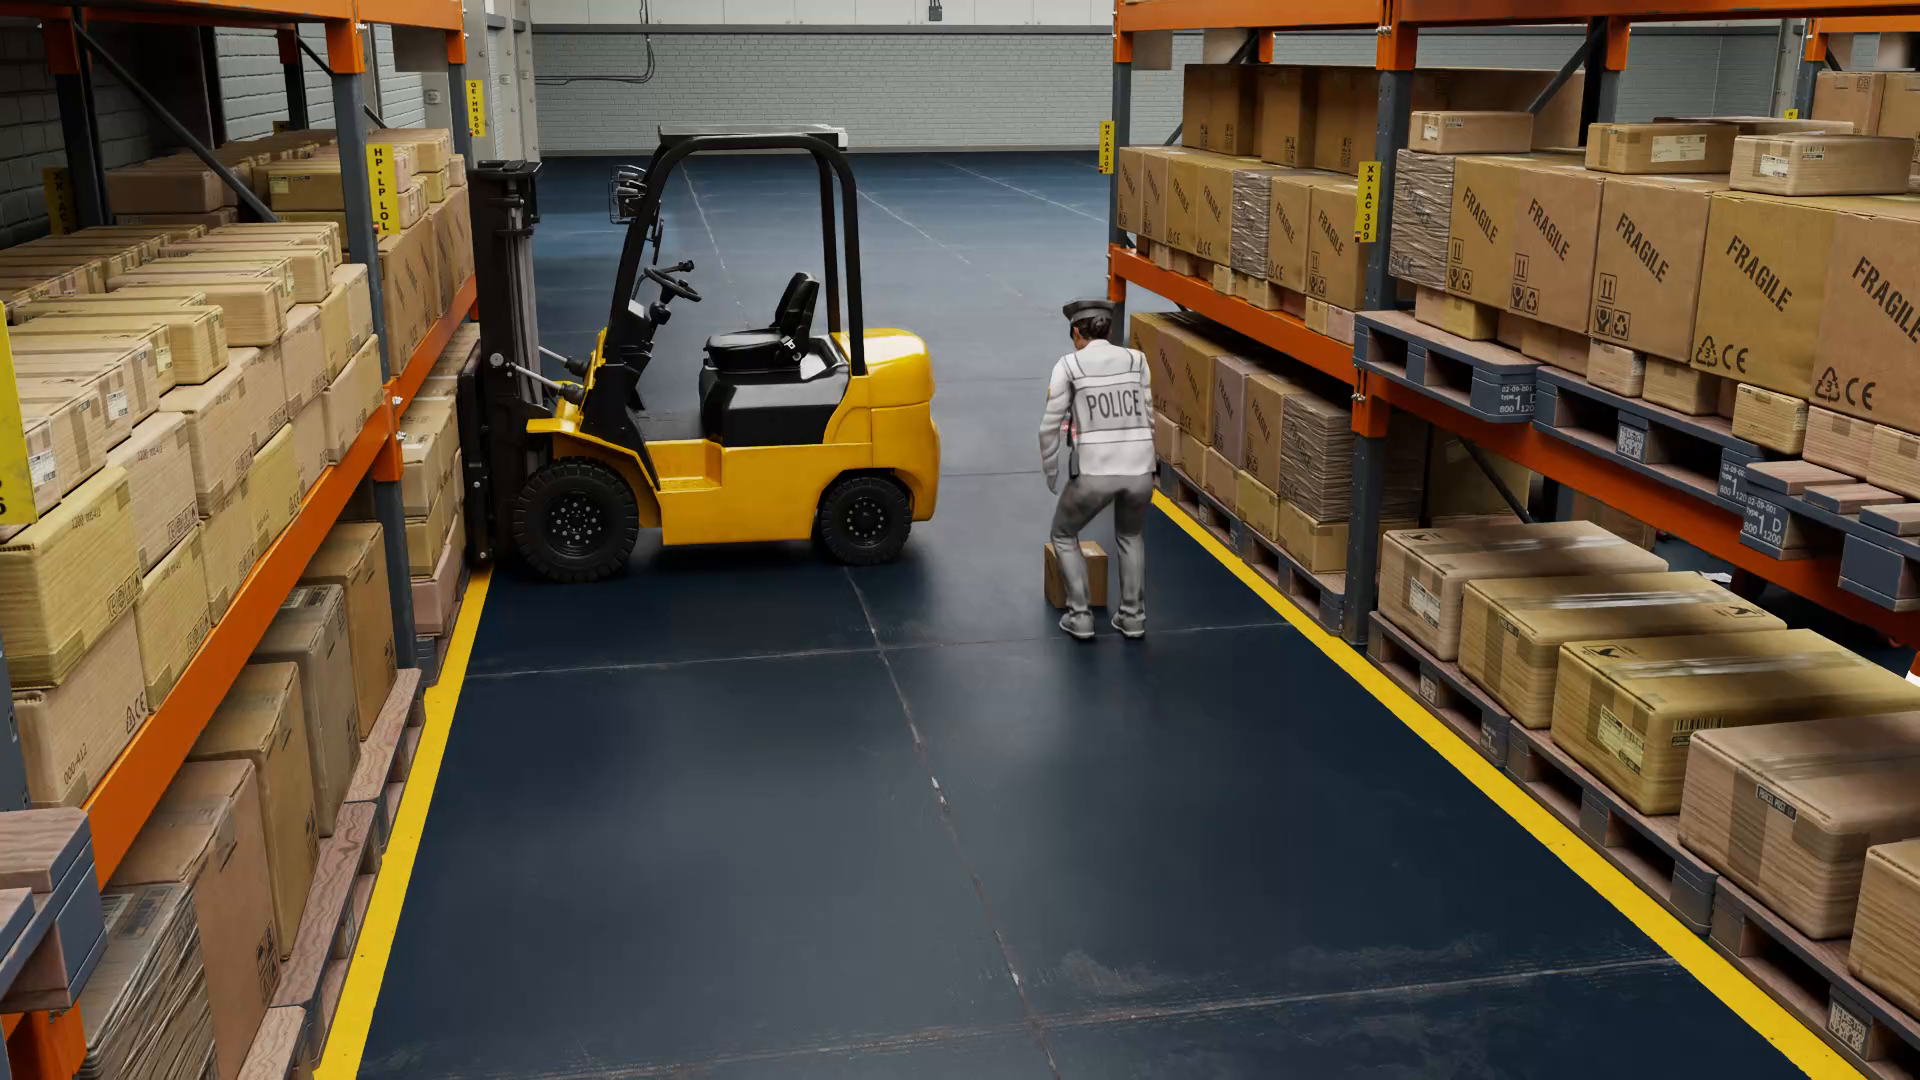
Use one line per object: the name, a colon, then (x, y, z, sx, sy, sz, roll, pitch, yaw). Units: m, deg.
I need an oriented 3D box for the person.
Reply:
person: (0.610, -0.306, 7.378, 0.529, 1.501, 0.612, -3, 17, -10)
